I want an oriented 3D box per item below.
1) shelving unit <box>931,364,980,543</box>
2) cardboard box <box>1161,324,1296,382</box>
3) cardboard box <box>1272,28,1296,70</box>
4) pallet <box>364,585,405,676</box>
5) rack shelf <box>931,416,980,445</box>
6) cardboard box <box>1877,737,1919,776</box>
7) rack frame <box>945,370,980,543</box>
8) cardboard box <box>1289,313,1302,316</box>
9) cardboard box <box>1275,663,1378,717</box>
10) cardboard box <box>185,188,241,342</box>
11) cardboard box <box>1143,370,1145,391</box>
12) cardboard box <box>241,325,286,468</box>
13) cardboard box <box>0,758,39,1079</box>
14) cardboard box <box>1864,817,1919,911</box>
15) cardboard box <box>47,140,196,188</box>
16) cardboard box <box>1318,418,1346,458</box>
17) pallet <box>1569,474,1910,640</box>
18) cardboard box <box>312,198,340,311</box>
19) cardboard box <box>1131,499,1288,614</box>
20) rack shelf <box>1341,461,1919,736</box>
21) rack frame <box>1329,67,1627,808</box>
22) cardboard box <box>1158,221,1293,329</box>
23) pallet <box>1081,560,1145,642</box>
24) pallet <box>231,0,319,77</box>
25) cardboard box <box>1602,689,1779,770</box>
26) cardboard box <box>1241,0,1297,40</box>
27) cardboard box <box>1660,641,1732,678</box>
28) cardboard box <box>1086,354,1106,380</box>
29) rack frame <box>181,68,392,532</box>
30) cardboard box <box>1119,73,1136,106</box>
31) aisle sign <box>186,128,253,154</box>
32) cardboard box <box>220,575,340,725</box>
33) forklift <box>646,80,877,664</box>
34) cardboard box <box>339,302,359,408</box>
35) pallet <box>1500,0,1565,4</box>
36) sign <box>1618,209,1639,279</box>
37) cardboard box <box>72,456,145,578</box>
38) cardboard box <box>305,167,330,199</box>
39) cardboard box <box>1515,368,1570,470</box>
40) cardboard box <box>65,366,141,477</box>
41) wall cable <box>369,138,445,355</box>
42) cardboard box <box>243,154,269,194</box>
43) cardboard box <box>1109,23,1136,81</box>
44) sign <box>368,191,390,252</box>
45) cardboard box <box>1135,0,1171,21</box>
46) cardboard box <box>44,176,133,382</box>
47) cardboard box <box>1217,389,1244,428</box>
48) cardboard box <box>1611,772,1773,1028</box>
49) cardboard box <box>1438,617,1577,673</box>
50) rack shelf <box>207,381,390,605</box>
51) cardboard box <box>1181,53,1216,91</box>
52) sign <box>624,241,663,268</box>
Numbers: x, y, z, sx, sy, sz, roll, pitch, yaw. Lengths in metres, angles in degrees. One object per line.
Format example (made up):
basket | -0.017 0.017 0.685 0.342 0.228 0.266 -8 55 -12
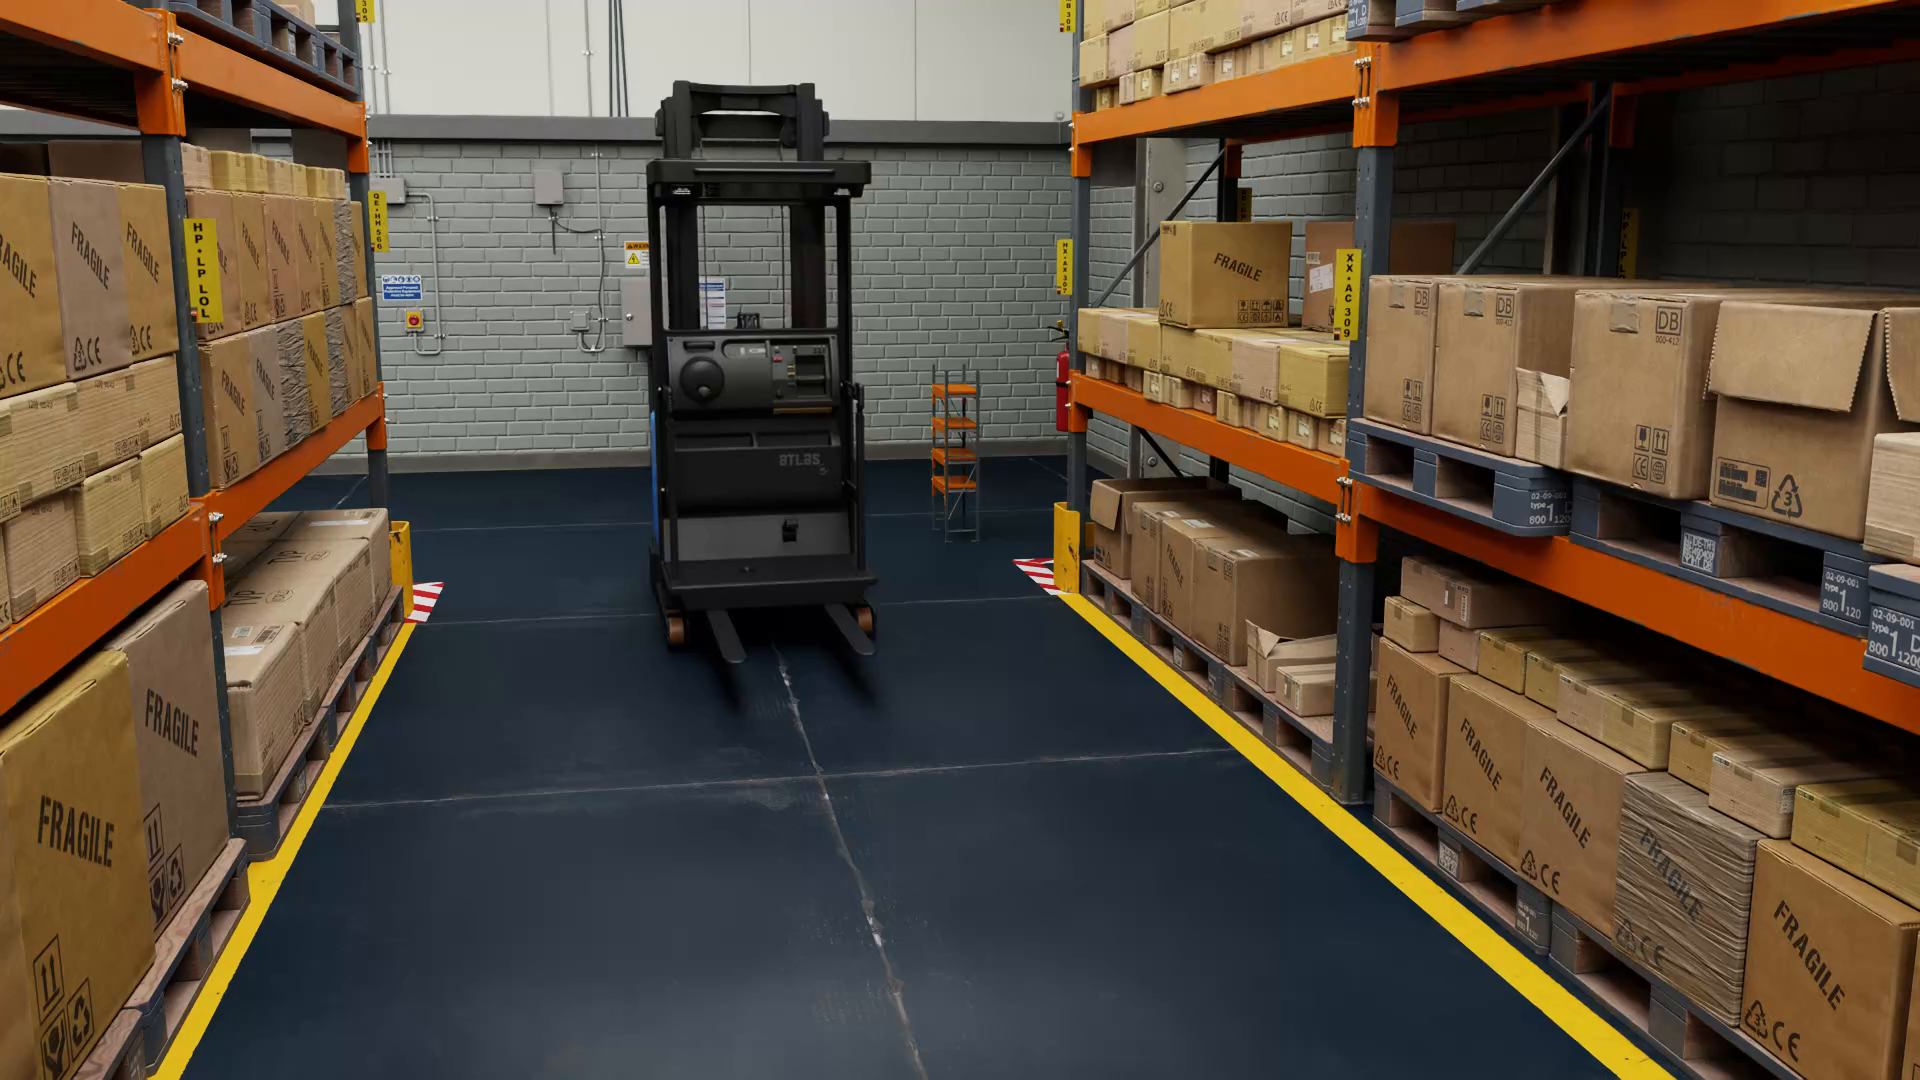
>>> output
shelving unit | -0.032 -0.620 11.744 0.258 1.200 0.503 -2 11 -11
cardboard box | 1.302 -0.918 8.100 0.500 0.250 0.500 -2 11 -13
cardboard box | 1.488 -1.983 6.741 0.380 0.149 0.250 -2 11 -9
pallet | -3.478 0.478 8.618 1.003 0.211 1.213 -2 11 -11
rack shelf | -0.032 -0.773 11.715 0.258 0.148 0.480 -2 11 -11
cardboard box | 2.614 0.612 4.288 0.380 0.149 0.250 -2 11 -11
rack frame | 0.015 -0.575 11.509 0.240 1.200 0.015 -2 11 -11
cardboard box | 1.607 -1.120 9.162 0.500 0.250 0.500 -2 11 -11
cardboard box | 1.540 0.620 6.919 0.380 0.149 0.250 -2 11 -13
cardboard box | -2.787 -0.938 5.661 0.500 0.500 0.500 -2 11 -11
cardboard box | 1.179 -0.834 8.726 0.380 0.149 0.250 -2 11 -10
cardboard box | -2.860 -0.539 6.237 0.500 0.500 0.500 -2 11 -11
cardboard box | -2.376 0.976 3.105 0.875 0.875 0.875 -2 11 -10
cardboard box | 2.271 0.724 3.700 0.380 0.149 0.250 -2 11 -9
cardboard box | -2.739 -1.228 5.449 0.380 0.149 0.250 -2 11 -12
cardboard box | 1.626 -0.409 6.493 0.380 0.149 0.250 -2 11 -10
pallet | 2.331 -0.011 4.247 1.003 0.211 1.213 -2 11 -11
cardboard box | -3.159 -1.310 7.616 0.500 0.500 0.500 -2 11 -11
cardboard box | 1.312 0.079 8.821 0.700 0.500 0.500 -2 11 -9
rack shelf | 2.325 0.237 4.351 1.077 0.370 4.000 -2 11 -11
rack frame | 1.936 -0.483 6.211 1.000 3.000 0.127 -2 11 -11
cardboard box | 1.274 -1.289 8.047 0.500 0.500 0.500 -2 11 -10
pallet | 1.329 0.314 9.485 1.003 0.211 1.213 -2 11 -11
pallet | -3.315 -2.105 6.950 1.003 0.211 1.213 -2 11 -11
cardboard box | 2.060 0.533 4.702 0.380 0.149 0.250 -2 11 -9
cardboard box | 1.485 -2.203 6.832 0.500 0.250 0.500 -3 11 -13
cardboard box | 2.478 0.416 5.318 0.380 0.149 0.250 -3 11 -14
cardboard box | 0.953 -1.023 9.719 0.380 0.149 0.250 -2 11 -11
rack frame | -3.710 -1.035 9.113 1.000 3.000 0.127 -2 11 -11
cardboard box | 1.049 -2.355 8.699 0.380 0.149 0.250 -2 11 -10
aisle sign | -4.009 -2.315 8.884 0.394 0.787 0.004 -2 11 -11
cardboard box | -3.124 0.468 6.947 0.875 0.438 0.875 -2 11 -13
forklift | -1.072 -0.952 8.857 1.130 2.935 3.031 -3 11 -13
cardboard box | -3.274 -0.913 8.203 0.500 0.500 0.500 -2 11 -12
pallet | 2.199 -1.552 4.307 1.213 0.211 1.003 -2 11 -11
sign | 2.480 -1.072 6.212 0.100 0.325 0.005 -2 11 -11
cardboard box | -2.500 -0.061 4.398 0.500 0.250 0.500 -2 11 -12
cardboard box | -3.230 -1.698 7.919 0.380 0.149 0.250 -2 11 -10
cardboard box | 1.830 -0.354 4.772 0.396 0.266 0.258 -2 11 -8
cardboard box | -2.503 -0.310 4.367 0.500 0.250 0.500 -2 11 -10
wall cable | -4.830 -2.583 14.444 0.585 1.953 0.123 -2 11 -11
cardboard box | -2.907 -1.417 6.444 0.380 0.149 0.250 -2 11 -13
cardboard box | 1.095 -2.579 8.805 0.500 0.250 0.500 -2 11 -10
sign | -3.175 -1.738 9.073 0.100 0.325 0.005 -2 11 -11
cardboard box | 1.190 -2.732 8.273 0.500 0.250 0.500 -2 11 -12
cardboard box | -2.491 -0.674 4.276 0.500 0.500 0.500 -2 11 -10
cardboard box | 1.378 -0.597 7.484 0.380 0.149 0.250 -2 11 -12
cardboard box | 2.110 0.920 4.402 0.500 0.500 0.500 -3 11 -13
cardboard box | 1.875 0.344 5.696 0.380 0.149 0.250 -2 11 -13
rack shelf | -3.321 -0.315 7.253 1.077 0.370 4.000 -2 11 -11
cardboard box | 1.248 -2.169 7.722 0.380 0.149 0.250 -2 11 -10
sign | -2.835 -2.560 14.915 0.339 0.242 0.001 -2 11 -11
